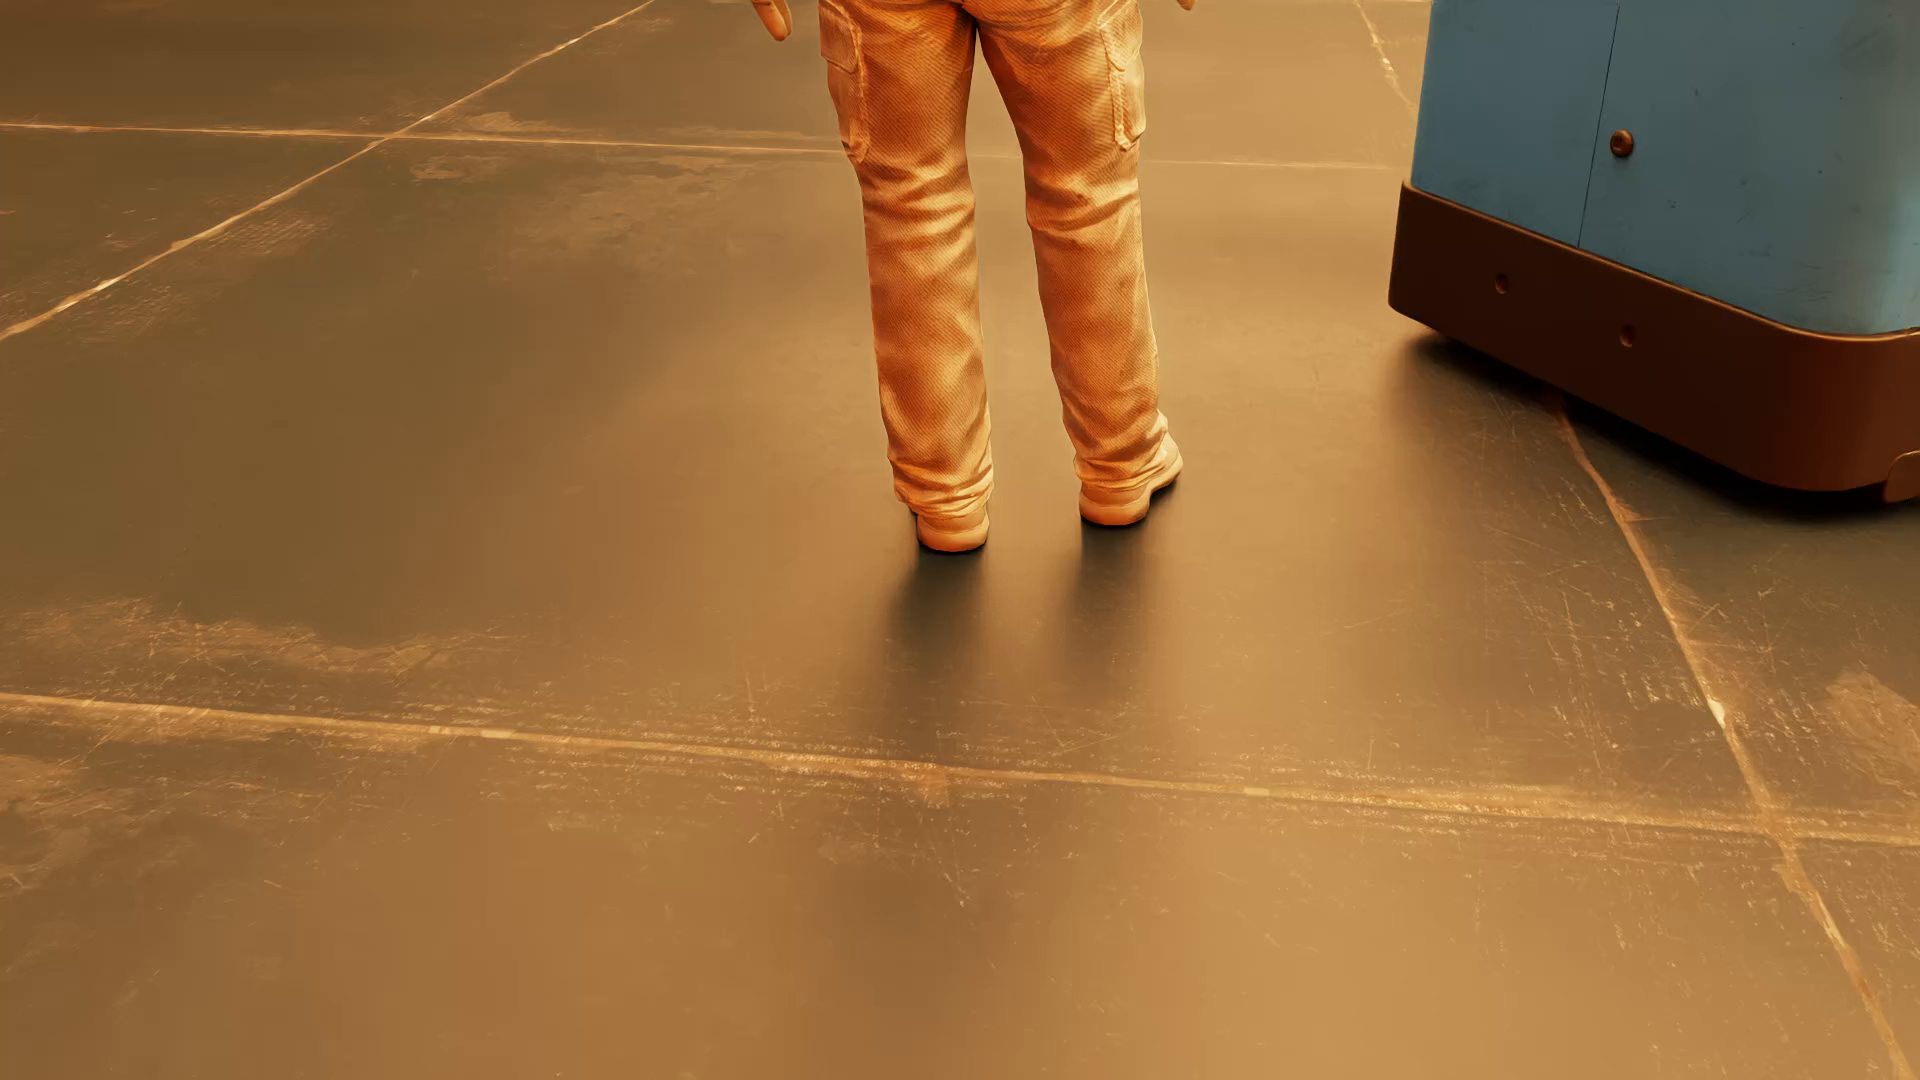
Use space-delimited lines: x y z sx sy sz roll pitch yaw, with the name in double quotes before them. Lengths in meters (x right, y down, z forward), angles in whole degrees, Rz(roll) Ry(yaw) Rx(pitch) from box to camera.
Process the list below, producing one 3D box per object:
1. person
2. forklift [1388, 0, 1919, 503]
"person" 0.018 -0.819 2.169 0.656 1.745 0.577 3 27 7
"forklift" 2.403 -1.794 2.812 3.031 2.935 1.130 -11 29 -22
